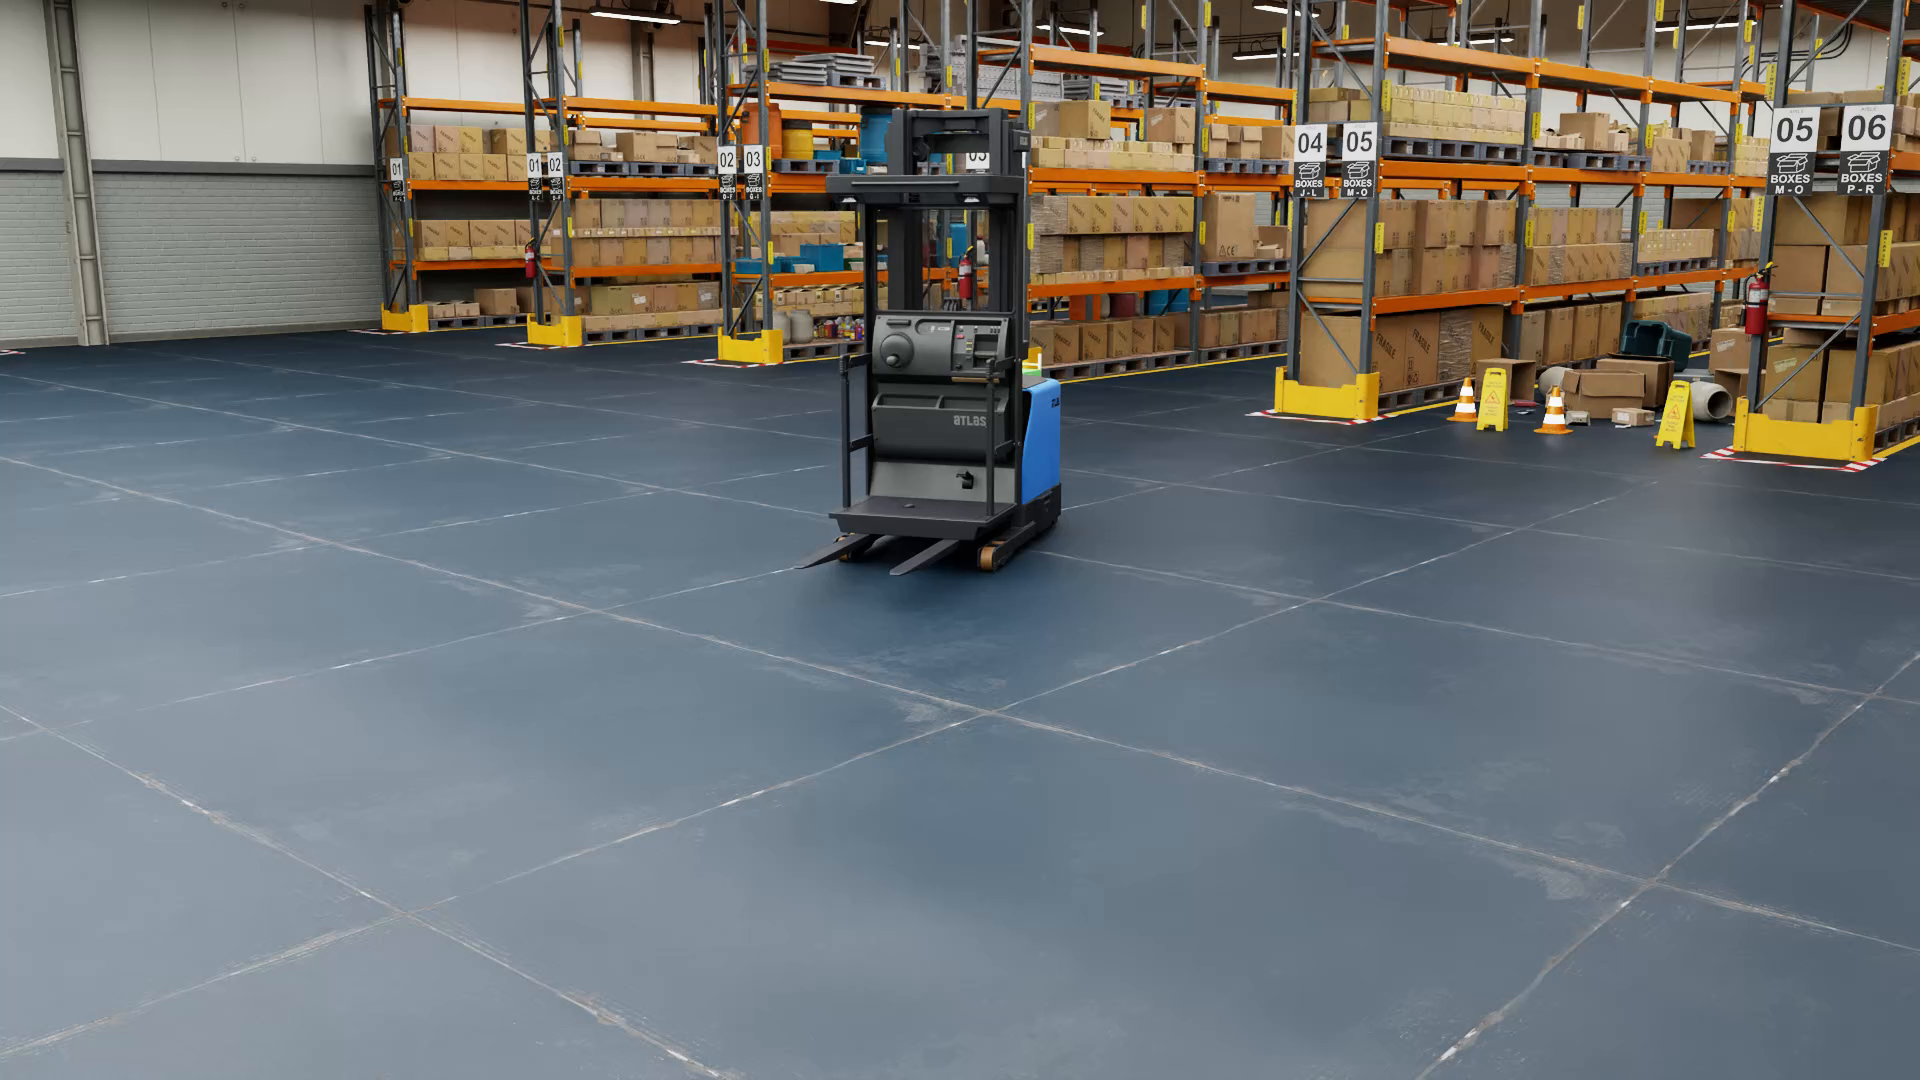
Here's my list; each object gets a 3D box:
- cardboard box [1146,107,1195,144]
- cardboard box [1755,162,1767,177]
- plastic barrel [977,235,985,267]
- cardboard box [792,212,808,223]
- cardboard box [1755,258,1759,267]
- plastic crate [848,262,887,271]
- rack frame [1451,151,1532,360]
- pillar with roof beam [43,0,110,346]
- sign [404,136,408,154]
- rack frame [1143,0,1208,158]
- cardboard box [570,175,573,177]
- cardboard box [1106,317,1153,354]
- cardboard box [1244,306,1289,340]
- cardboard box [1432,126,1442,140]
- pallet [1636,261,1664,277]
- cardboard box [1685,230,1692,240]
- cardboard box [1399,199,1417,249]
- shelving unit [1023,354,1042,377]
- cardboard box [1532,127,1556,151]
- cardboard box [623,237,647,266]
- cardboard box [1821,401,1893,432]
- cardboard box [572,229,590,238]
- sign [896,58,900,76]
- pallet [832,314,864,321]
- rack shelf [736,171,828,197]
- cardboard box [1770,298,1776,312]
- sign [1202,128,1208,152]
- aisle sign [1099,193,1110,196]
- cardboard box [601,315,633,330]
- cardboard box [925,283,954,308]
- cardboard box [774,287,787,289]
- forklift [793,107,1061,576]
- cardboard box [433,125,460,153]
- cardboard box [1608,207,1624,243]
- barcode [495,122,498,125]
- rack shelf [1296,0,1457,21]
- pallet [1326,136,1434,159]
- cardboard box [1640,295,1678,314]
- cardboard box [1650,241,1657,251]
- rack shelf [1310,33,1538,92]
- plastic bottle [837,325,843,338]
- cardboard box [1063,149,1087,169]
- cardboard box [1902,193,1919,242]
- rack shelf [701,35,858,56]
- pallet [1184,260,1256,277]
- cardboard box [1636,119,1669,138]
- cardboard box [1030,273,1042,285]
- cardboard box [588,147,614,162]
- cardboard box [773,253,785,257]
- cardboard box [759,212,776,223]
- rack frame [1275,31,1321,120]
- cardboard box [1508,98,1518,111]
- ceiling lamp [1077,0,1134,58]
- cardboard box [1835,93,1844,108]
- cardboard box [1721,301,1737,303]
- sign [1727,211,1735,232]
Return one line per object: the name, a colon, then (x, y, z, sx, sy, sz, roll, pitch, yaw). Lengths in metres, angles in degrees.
cardboard box: (3.033, -5.959, 23.937, 0.500, 0.500, 0.500, 9, 15, 39)
cardboard box: (13.265, -6.248, 28.059, 0.500, 0.250, 0.500, 11, 15, 43)
plastic barrel: (0.215, -4.966, 28.570, 0.433, 0.535, 0.433, 0, 11, 0)
cardboard box: (-3.876, -7.492, 38.581, 0.500, 0.250, 0.500, 9, 15, 39)
cardboard box: (13.637, -4.829, 28.873, 0.380, 0.149, 0.250, 10, 15, 41)
plastic crate: (-1.463, -4.386, 26.687, 0.530, 0.136, 0.437, 10, 15, 40)
rack frame: (6.798, -3.491, 21.530, 1.000, 3.000, 0.127, 10, 15, 40)
pillar with roof beam: (-11.578, -7.197, 24.769, 9.100, 9.000, 0.400, 10, 15, 40)
sign: (-10.256, -7.309, 30.757, 0.100, 0.325, 0.005, 10, 15, 40)
rack frame: (3.139, -7.089, 24.227, 1.000, 3.000, 0.127, 10, 15, 40)
cardboard box: (-8.173, -7.491, 33.595, 0.500, 0.500, 0.500, 10, 15, 42)
cardboard box: (2.473, -2.988, 24.323, 0.500, 0.500, 0.500, -7, 13, -30)
cardboard box: (4.996, -3.541, 27.040, 0.700, 0.500, 0.500, 8, 14, 36)
cardboard box: (5.291, -4.662, 19.052, 0.380, 0.149, 0.250, 10, 15, 41)
pallet: (9.829, -4.104, 25.089, 1.213, 0.211, 1.003, 10, 15, 40)
cardboard box: (11.274, -4.806, 26.166, 0.380, 0.149, 0.250, 9, 14, 39)
cardboard box: (4.725, -3.648, 19.176, 0.875, 0.550, 0.550, 10, 15, 40)
shelving unit: (0.389, -0.806, 12.685, 0.258, 1.200, 0.503, 7, 13, 31)
cardboard box: (7.790, -5.459, 22.627, 0.500, 0.311, 0.500, 9, 14, 38)
cardboard box: (-5.947, -5.106, 29.361, 0.700, 0.500, 0.500, 10, 15, 41)
cardboard box: (8.683, -1.218, 16.097, 0.500, 0.250, 0.500, 10, 15, 40)
cardboard box: (-6.520, -5.237, 28.360, 0.380, 0.149, 0.250, 10, 15, 40)
sign: (-1.240, -9.423, 33.125, 0.100, 0.325, 0.005, 10, 15, 40)
pallet: (-2.232, -4.533, 33.869, 1.003, 0.211, 1.213, 10, 15, 40)
rack shelf: (-1.902, -5.611, 26.324, 1.077, 0.370, 4.000, 10, 15, 40)
cardboard box: (8.113, -2.288, 16.150, 0.380, 0.149, 0.250, 10, 15, 40)
sign: (3.552, -5.802, 24.125, 0.100, 0.325, 0.005, 10, 15, 40)
aisle sign: (3.446, -8.517, 40.055, 0.394, 0.787, 0.004, 10, 15, 40)
cardboard box: (-6.092, -3.821, 29.134, 0.500, 0.250, 0.500, 10, 15, 40)
cardboard box: (-0.468, -5.188, 35.284, 0.500, 0.500, 0.500, 10, 15, 40)
cardboard box: (-3.578, -4.808, 32.641, 0.500, 0.311, 0.500, 10, 15, 40)
forklift: (-0.195, -1.320, 10.839, 1.130, 2.935, 3.031, 4, 12, 18)
cardboard box: (-9.858, -7.592, 31.547, 0.500, 0.500, 0.500, 10, 15, 40)
cardboard box: (9.135, -4.554, 24.044, 0.700, 0.500, 0.500, 10, 15, 40)
barcode: (-9.264, -8.322, 33.209, 0.001, 0.075, 0.075, 10, 15, 40)
rack shelf: (7.100, -9.248, 28.392, 1.077, 0.370, 4.000, 10, 15, 40)
pallet: (4.639, -4.440, 18.851, 1.003, 0.211, 1.213, 10, 15, 40)
cardboard box: (10.747, -3.643, 25.687, 0.500, 0.250, 0.500, 10, 15, 41)
cardboard box: (10.260, -4.433, 25.056, 0.380, 0.149, 0.250, 9, 15, 39)
rack shelf: (5.478, -5.589, 19.578, 1.077, 0.370, 4.000, 10, 15, 40)
plastic bottle: (-1.954, -3.410, 27.145, 0.097, 0.201, 0.097, 0, 11, 0)
cardboard box: (1.347, -5.070, 22.161, 0.500, 0.250, 0.500, 9, 15, 39)
cardboard box: (9.776, -3.442, 17.717, 0.700, 0.500, 0.500, 10, 15, 41)
rack shelf: (-4.063, -11.170, 38.011, 1.077, 0.370, 4.000, 10, 15, 40)
pallet: (3.753, -4.146, 25.302, 1.003, 0.211, 1.213, 10, 15, 40)
cardboard box: (10.253, -6.074, 24.597, 0.396, 0.266, 0.258, 10, 15, 40)
cardboard box: (0.866, -3.446, 21.948, 0.380, 0.149, 0.250, 10, 15, 40)
cardboard box: (-6.378, -6.715, 28.969, 0.500, 0.250, 0.500, 10, 15, 40)
cardboard box: (-3.561, -5.409, 31.775, 0.380, 0.149, 0.250, 10, 15, 40)
cardboard box: (-4.535, -7.342, 37.830, 0.500, 0.250, 0.500, 9, 15, 40)
rack frame: (7.340, -9.495, 36.273, 1.000, 3.000, 0.127, 10, 15, 40)
cardboard box: (6.629, -5.352, 20.469, 0.380, 0.149, 0.250, 10, 15, 40)
ceiling lamp: (3.567, -13.706, 42.456, 2.000, 3.185, 0.800, 10, 15, 40)
cardboard box: (8.143, -4.137, 15.711, 0.380, 0.149, 0.250, 10, 15, 41)
cardboard box: (13.663, -4.199, 29.763, 0.380, 0.149, 0.250, 9, 14, 38)
sign: (12.498, -5.164, 26.953, 0.100, 0.325, 0.005, 10, 15, 40)
